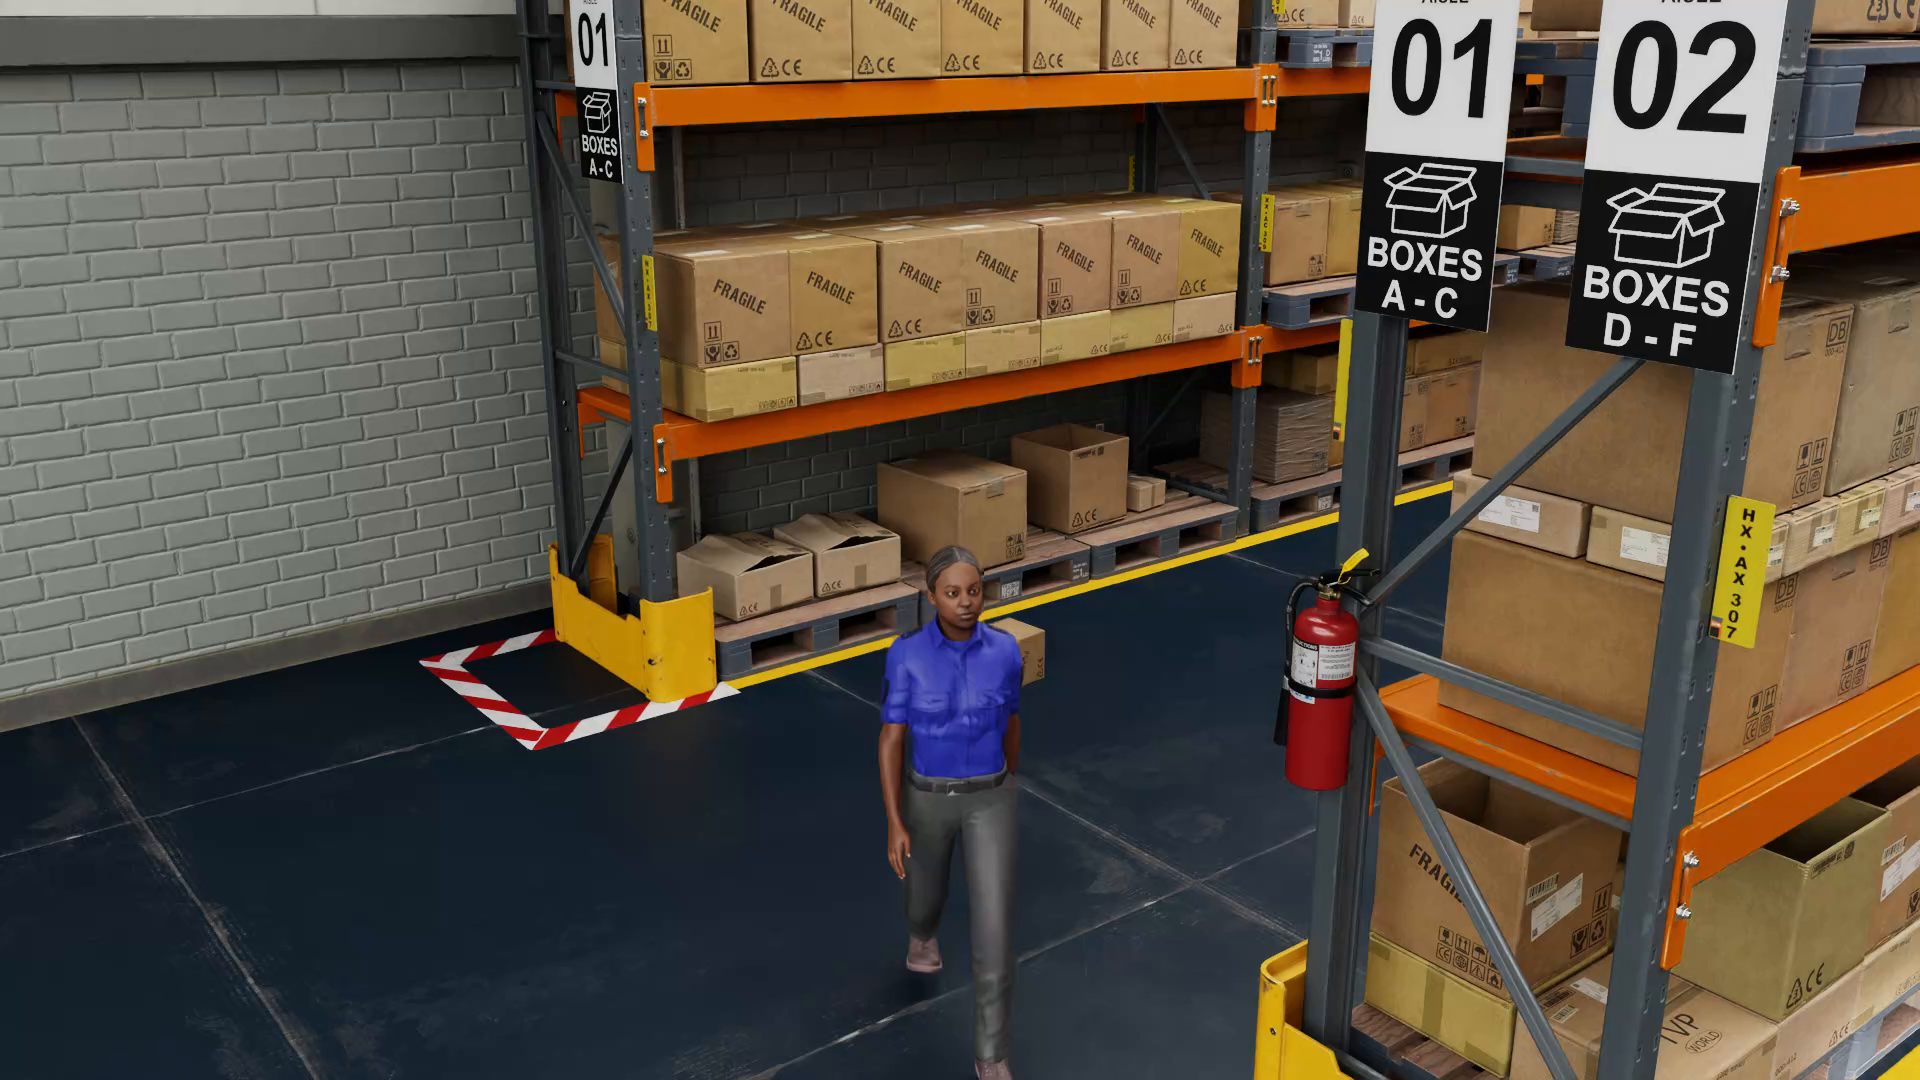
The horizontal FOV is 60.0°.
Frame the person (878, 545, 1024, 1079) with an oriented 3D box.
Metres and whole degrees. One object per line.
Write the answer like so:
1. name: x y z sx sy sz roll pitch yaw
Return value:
1. person: -0.025 0.797 5.067 0.447 1.605 0.954 -2 18 -5
